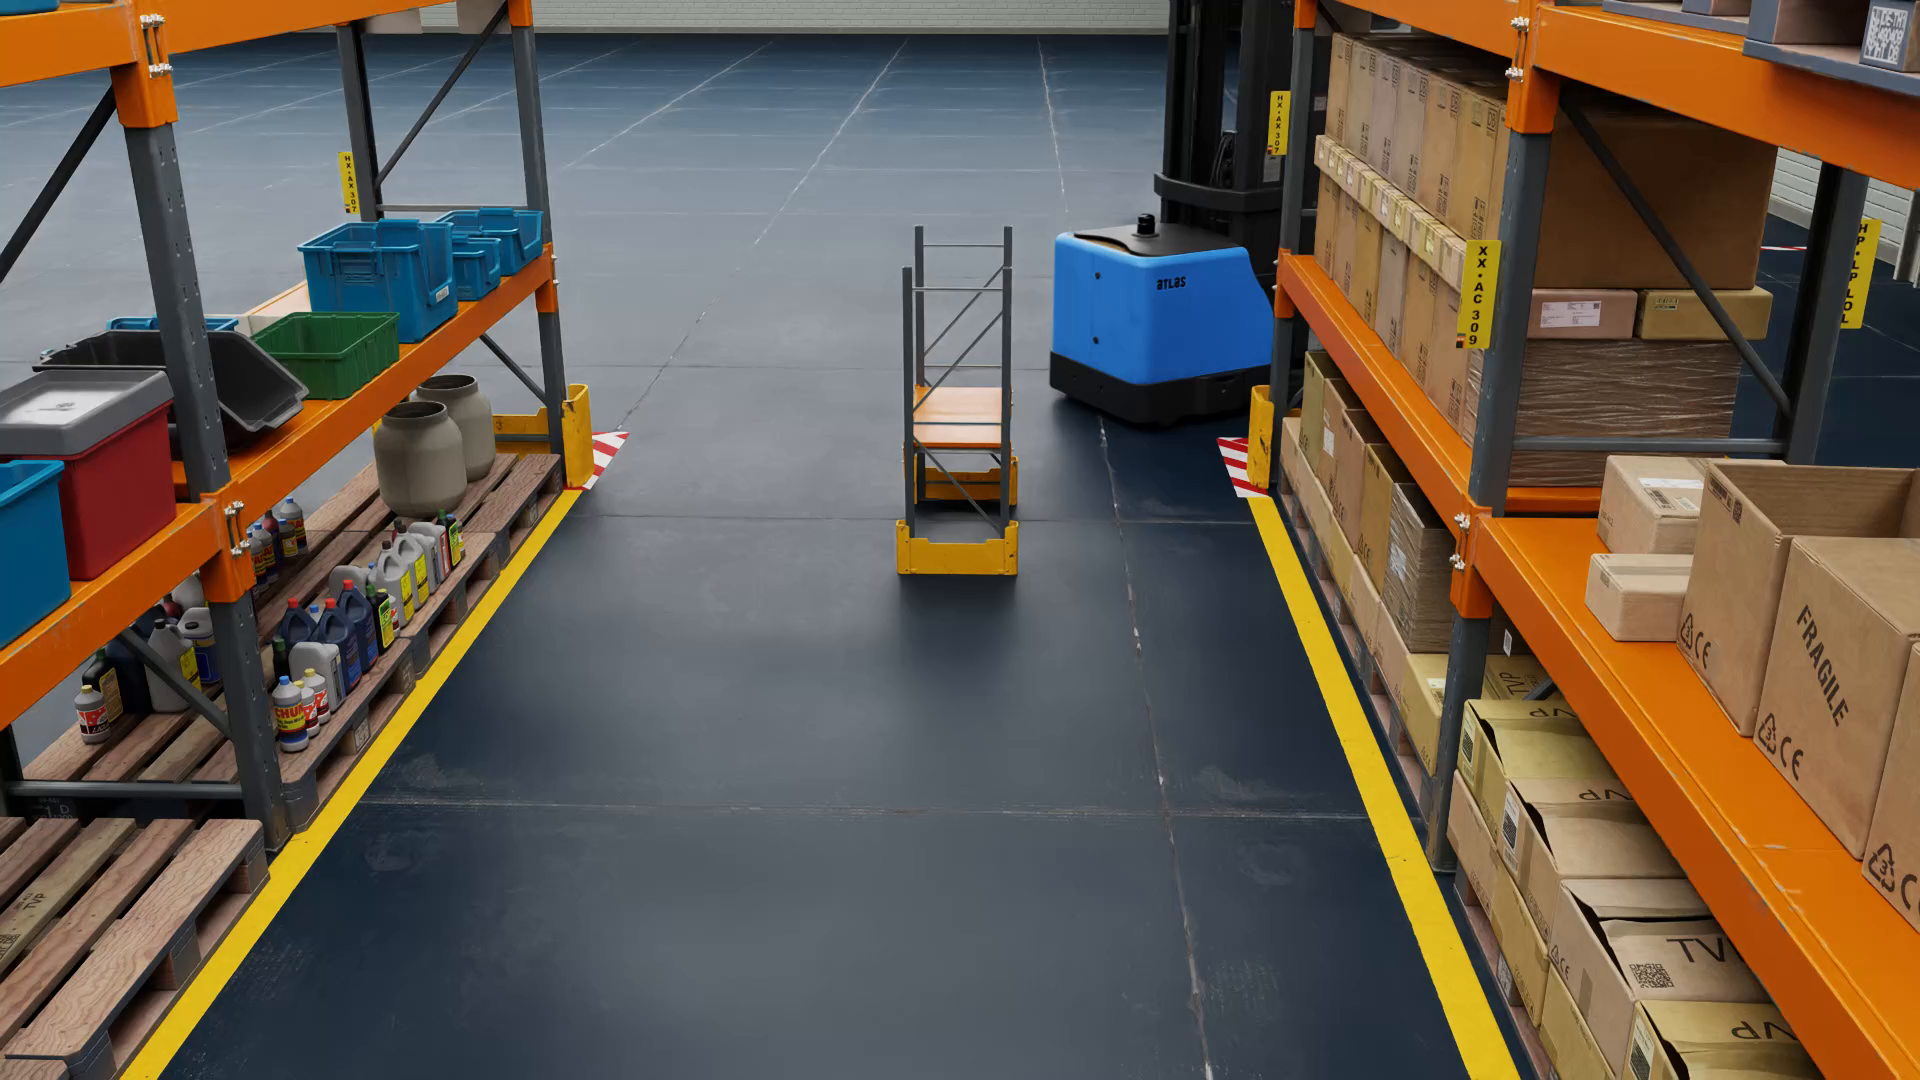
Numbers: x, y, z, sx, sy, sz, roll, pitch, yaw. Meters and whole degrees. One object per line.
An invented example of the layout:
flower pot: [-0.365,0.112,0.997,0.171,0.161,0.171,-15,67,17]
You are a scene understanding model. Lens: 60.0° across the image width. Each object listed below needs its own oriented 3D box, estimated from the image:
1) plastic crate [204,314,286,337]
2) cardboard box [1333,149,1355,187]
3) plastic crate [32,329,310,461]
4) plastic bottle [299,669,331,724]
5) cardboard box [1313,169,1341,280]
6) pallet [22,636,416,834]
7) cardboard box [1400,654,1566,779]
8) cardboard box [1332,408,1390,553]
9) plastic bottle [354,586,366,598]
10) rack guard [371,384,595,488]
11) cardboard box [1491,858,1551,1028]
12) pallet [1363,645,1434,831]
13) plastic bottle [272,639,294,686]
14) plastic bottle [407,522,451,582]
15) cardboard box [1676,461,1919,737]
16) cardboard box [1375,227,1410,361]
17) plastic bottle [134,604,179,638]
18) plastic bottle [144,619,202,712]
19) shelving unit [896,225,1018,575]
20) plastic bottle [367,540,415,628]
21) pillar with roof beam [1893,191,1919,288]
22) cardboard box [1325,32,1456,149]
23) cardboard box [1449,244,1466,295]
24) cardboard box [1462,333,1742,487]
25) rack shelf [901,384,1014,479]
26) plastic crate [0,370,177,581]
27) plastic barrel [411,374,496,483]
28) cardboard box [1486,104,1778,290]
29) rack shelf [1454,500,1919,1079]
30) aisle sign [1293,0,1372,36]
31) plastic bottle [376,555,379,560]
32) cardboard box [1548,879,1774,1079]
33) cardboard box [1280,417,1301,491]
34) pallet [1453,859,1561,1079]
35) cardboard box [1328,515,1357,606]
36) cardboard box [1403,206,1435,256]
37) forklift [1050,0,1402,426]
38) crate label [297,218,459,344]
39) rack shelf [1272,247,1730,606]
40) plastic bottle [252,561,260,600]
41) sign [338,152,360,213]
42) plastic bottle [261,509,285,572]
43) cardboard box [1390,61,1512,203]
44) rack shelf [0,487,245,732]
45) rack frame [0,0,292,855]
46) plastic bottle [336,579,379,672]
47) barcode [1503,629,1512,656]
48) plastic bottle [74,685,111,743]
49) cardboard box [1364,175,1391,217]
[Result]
plastic crate: [-3.055,-0.808,6.829,0.530,0.136,0.437,1,21,2]
cardboard box: [1.980,-1.755,7.871,0.380,0.149,0.250,1,21,2]
plastic crate: [-2.708,-0.500,5.756,0.767,0.338,0.504,1,21,2]
plastic bottle: [-2.397,0.575,6.162,0.097,0.201,0.097,0,21,0]
cardboard box: [2.195,-1.609,8.392,0.700,0.500,0.500,1,21,2]
pallet: [-2.789,0.717,6.390,1.003,0.211,1.213,1,21,2]
cardboard box: [1.896,0.631,5.977,0.500,0.250,0.500,1,21,2]
cardboard box: [1.935,-0.261,7.239,0.500,0.500,0.500,1,21,2]
plastic bottle: [-2.439,0.317,6.729,0.097,0.271,0.097,0,21,0]
rack guard: [-2.684,-0.594,9.368,1.175,0.500,0.348,1,21,2]
cardboard box: [1.823,1.129,4.693,0.500,0.250,0.500,1,21,3]
pallet: [2.166,0.728,6.361,1.003,0.211,1.213,1,21,2]
plastic bottle: [-2.527,0.492,6.262,0.061,0.283,0.133,1,21,2]
plastic bottle: [-2.382,0.037,7.444,0.152,0.276,0.135,1,21,2]
cardboard box: [2.045,0.136,3.893,0.500,0.500,0.500,2,21,6]
cardboard box: [2.151,-1.050,6.949,0.700,0.500,0.500,1,21,3]
plastic bottle: [-3.113,0.383,6.448,0.144,0.351,0.185,0,21,-1]
plastic bottle: [-2.975,0.454,6.265,0.144,0.351,0.185,1,21,2]
shelving unit: [0.002,-0.727,8.329,0.587,1.500,1.083,1,21,2]
plastic bottle: [-2.393,0.180,6.973,0.144,0.351,0.185,0,21,1]
pillar with roof beam: [3.896,-6.429,12.659,9.100,9.000,0.400,1,21,2]
cardboard box: [2.193,-2.195,8.108,0.700,0.500,0.500,1,21,2]
cardboard box: [1.909,-0.919,5.716,0.380,0.149,0.250,0,21,0]
cardboard box: [2.107,-0.492,5.513,0.700,0.500,0.500,0,21,0]
rack shelf: [0.003,-0.562,8.402,0.538,0.185,1.000,1,21,2]
plastic crate: [-2.560,-0.192,4.790,0.402,0.464,0.583,1,21,2]
plastic barrel: [-2.673,-0.584,8.747,0.421,0.512,0.421,0,21,0]
cardboard box: [2.107,-1.097,5.278,0.700,0.500,0.500,1,21,2]
rack shelf: [2.039,0.773,3.383,1.077,0.370,4.000,1,21,2]
aisle sign: [1.918,-2.970,8.444,0.394,0.787,0.004,1,21,2]
plastic bottle: [-2.511,0.127,7.314,0.097,0.201,0.097,0,21,0]
cardboard box: [1.804,1.054,4.110,0.500,0.311,0.500,0,21,0]
cardboard box: [1.983,-0.454,8.772,0.500,0.250,0.500,1,21,2]
pallet: [2.117,1.282,4.934,1.003,0.211,1.213,1,21,2]
cardboard box: [1.936,0.089,7.375,0.500,0.250,0.500,1,21,2]
cardboard box: [1.934,-1.194,6.424,0.380,0.149,0.250,1,21,3]
forklift: [2.128,-2.437,10.759,3.031,2.935,1.130,-12,24,-27]
crate label: [-2.515,-1.135,7.259,0.502,0.435,0.616,1,21,2]
rack shelf: [2.161,-0.673,7.111,1.077,0.370,4.000,1,21,2]
plastic bottle: [-3.112,0.160,7.229,0.097,0.201,0.097,0,21,0]
sign: [-3.279,-1.924,8.958,0.100,0.325,0.005,1,21,2]
plastic bottle: [-3.121,0.008,7.509,0.061,0.283,0.133,1,21,3]
cardboard box: [2.153,-1.641,6.681,0.700,0.500,0.500,1,21,2]
rack shelf: [-2.912,0.718,3.527,1.077,0.370,4.000,1,21,2]
rack frame: [-2.851,-0.341,5.261,1.000,3.000,0.127,1,21,2]
plastic bottle: [-2.406,0.333,6.577,0.144,0.351,0.185,0,21,-1]
barcode: [1.676,0.315,5.090,0.001,0.075,0.075,1,21,2]
plastic bottle: [-3.151,0.624,6.035,0.097,0.201,0.097,0,21,0]
cardboard box: [1.958,-1.475,7.149,0.380,0.149,0.250,0,21,1]
